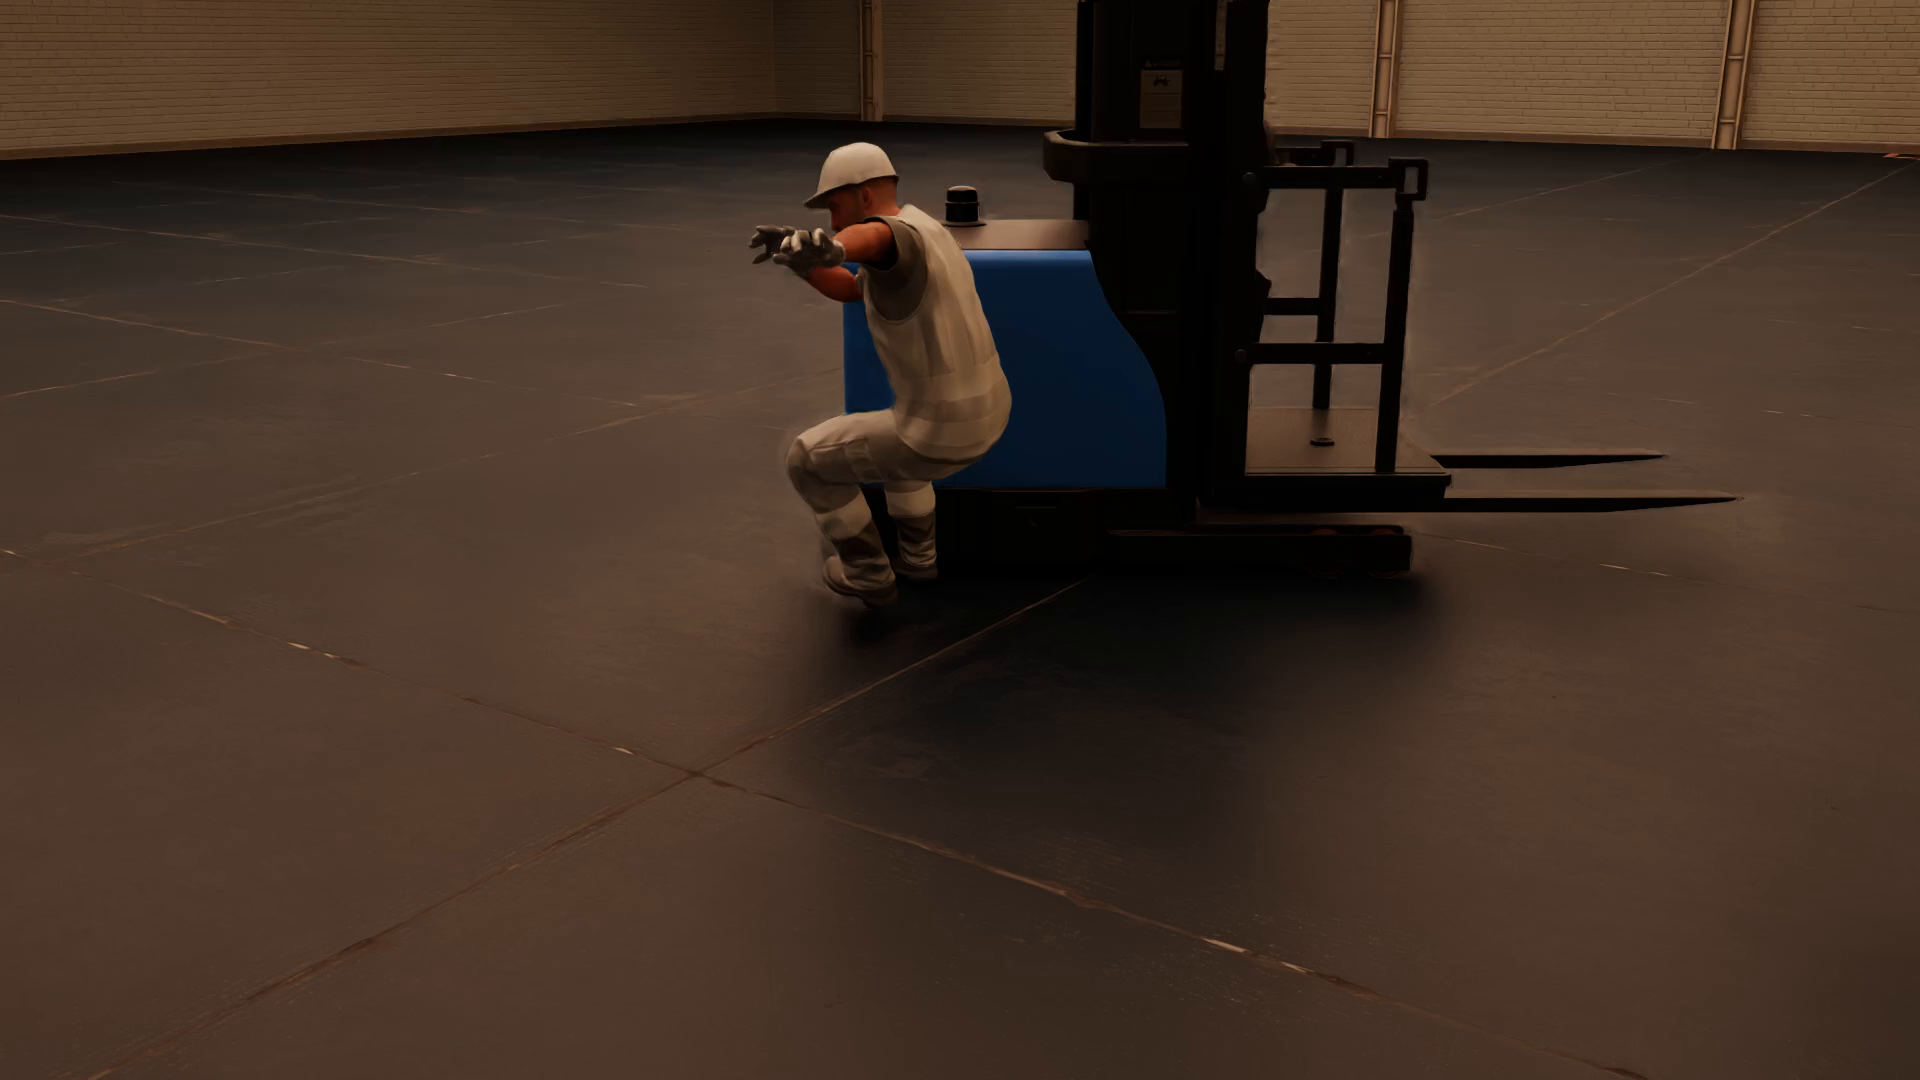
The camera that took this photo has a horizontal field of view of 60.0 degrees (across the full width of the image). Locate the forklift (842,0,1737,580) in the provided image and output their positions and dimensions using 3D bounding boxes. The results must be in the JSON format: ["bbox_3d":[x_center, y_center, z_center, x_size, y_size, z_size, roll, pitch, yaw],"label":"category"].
[{"bbox_3d":[1.123,-1.426,5.601,3.031,2.935,1.130,0,17,0],"label":"forklift"}]

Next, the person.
[{"bbox_3d":[-0.274,-0.376,4.708,0.749,1.445,1.497,6,18,20],"label":"person"}]
